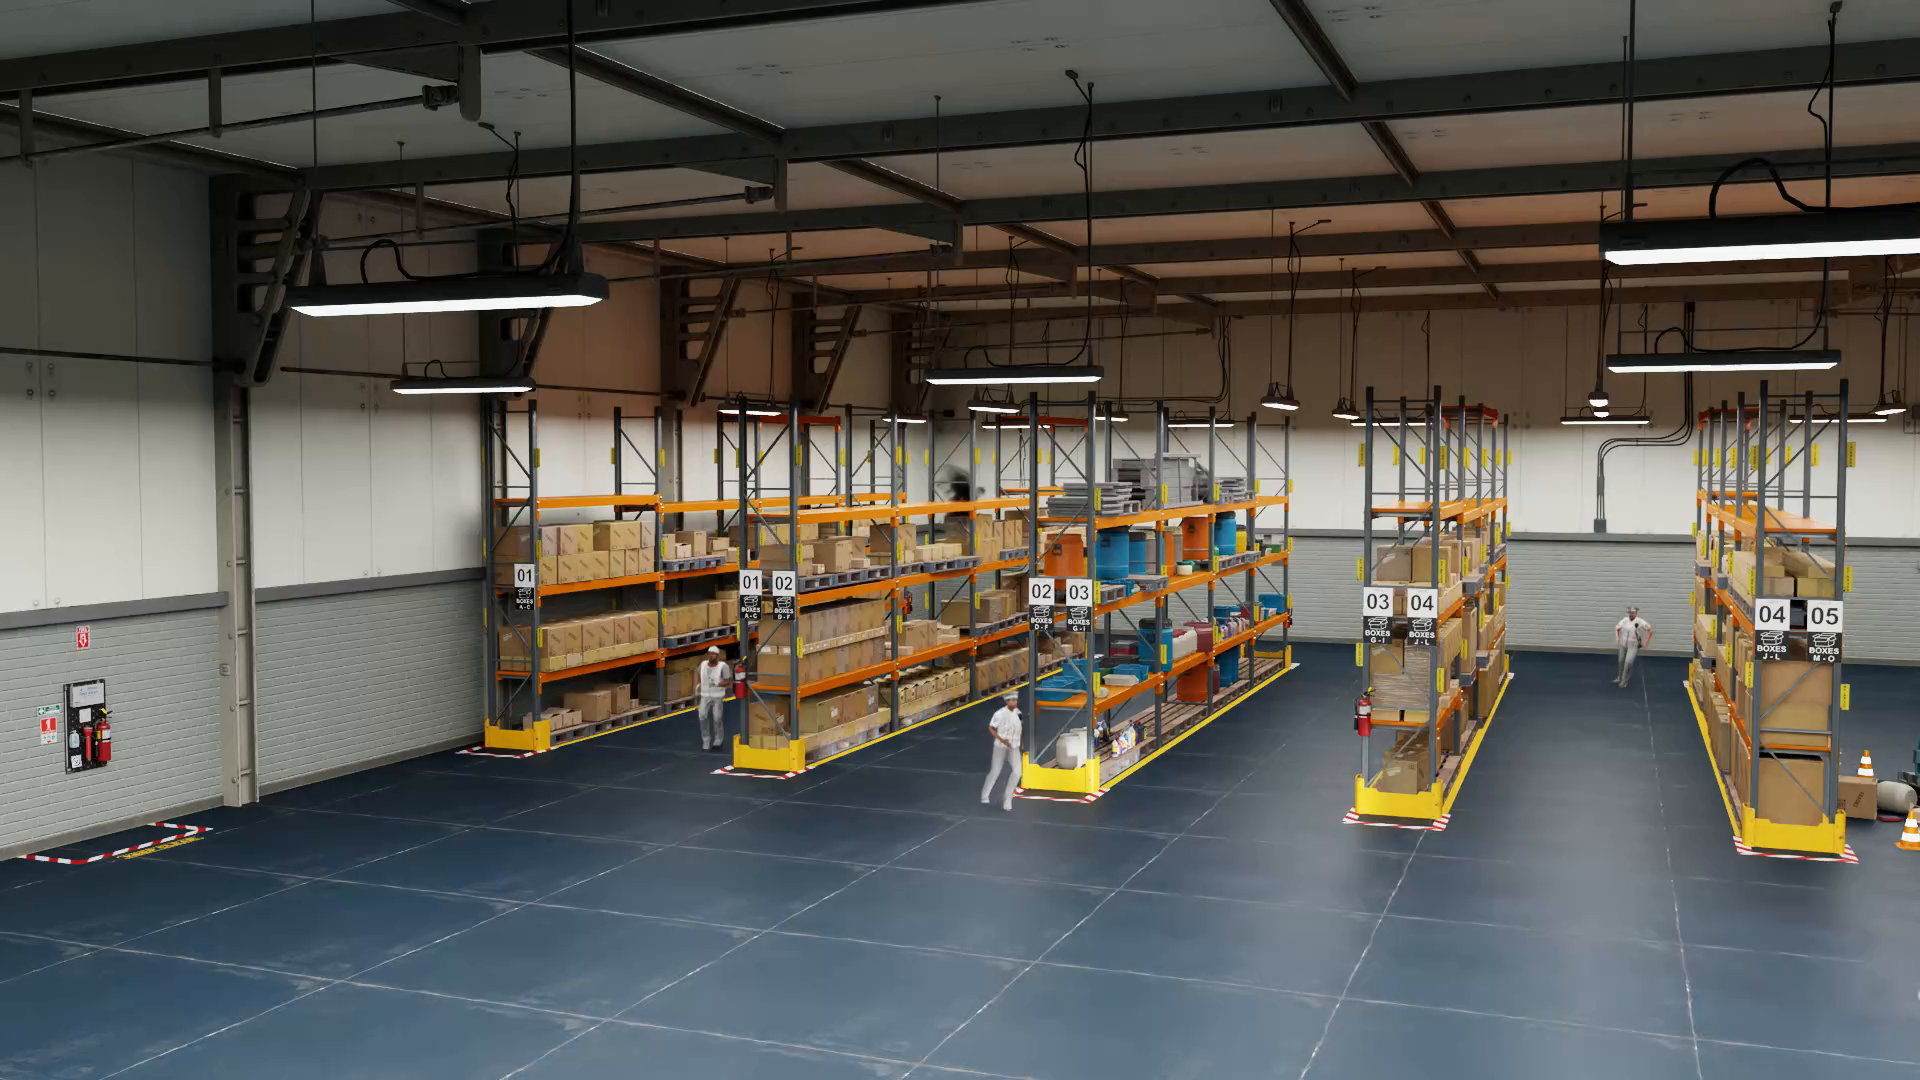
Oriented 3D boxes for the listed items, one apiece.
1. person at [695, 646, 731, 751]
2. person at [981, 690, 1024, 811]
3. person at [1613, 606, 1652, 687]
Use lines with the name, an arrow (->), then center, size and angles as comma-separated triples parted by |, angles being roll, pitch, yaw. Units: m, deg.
person -> -4.247, 2.710, 28.489 | 0.668, 1.801, 0.709 | 0, 3, 7
person -> 0.676, 3.004, 23.873 | 0.664, 1.711, 0.669 | -1, 3, -25
person -> 14.664, 2.317, 36.451 | 0.821, 1.752, 0.846 | 3, 4, 44
